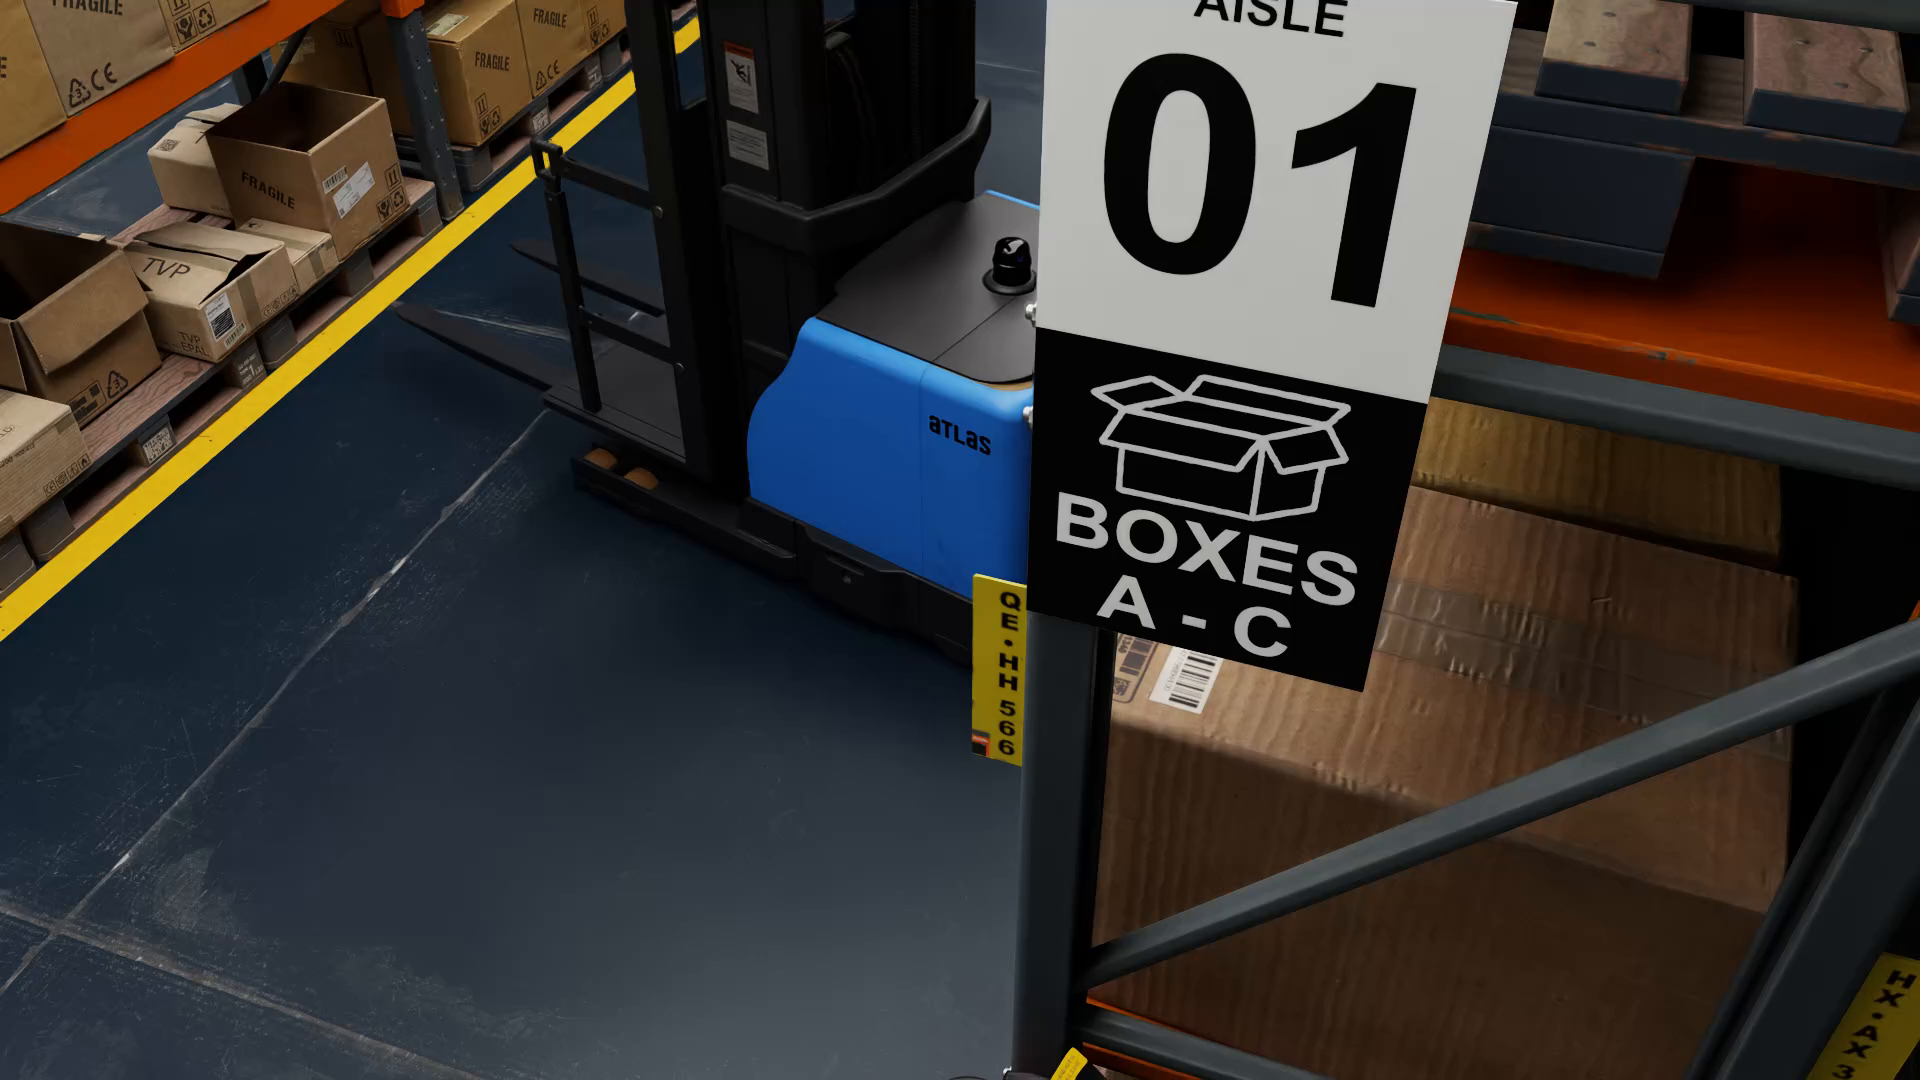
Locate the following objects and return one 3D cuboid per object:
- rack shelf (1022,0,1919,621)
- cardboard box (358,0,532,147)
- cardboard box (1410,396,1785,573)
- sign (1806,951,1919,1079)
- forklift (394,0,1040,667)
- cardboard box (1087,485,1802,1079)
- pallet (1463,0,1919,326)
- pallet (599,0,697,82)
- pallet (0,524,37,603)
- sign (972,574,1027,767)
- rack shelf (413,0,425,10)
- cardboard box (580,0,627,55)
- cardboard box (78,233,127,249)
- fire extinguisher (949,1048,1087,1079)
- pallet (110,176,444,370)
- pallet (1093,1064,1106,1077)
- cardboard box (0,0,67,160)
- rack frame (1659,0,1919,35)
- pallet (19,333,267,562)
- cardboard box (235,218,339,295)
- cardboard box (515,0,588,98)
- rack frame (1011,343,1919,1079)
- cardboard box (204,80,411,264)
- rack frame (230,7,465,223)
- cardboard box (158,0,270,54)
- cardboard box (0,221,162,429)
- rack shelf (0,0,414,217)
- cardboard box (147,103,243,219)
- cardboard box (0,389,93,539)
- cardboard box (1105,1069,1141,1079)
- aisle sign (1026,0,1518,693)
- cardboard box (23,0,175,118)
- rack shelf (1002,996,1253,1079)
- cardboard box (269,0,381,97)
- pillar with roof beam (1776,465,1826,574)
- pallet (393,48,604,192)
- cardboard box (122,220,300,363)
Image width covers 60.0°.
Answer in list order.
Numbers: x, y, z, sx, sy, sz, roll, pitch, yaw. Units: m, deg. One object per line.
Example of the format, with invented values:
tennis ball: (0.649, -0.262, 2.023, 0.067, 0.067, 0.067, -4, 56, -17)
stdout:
rack shelf: (1.253, -1.251, 3.148, 1.077, 0.370, 4.000, 13, 42, 15)
cardboard box: (-2.325, -2.157, 7.555, 0.500, 0.500, 0.500, 11, 42, 13)
cardboard box: (0.972, -0.037, 3.251, 0.980, 0.700, 0.700, 13, 42, 15)
sign: (1.089, 0.604, 2.003, 0.100, 0.325, 0.005, 13, 42, 15)
forklift: (-0.764, -1.458, 5.201, 3.031, 2.935, 1.130, 24, 46, 26)
cardboard box: (0.734, 0.409, 2.728, 0.980, 0.700, 0.700, 15, 43, 17)
pallet: (0.813, -0.725, 2.046, 1.003, 0.211, 1.213, 13, 42, 15)
pallet: (-2.061, -2.890, 8.975, 1.003, 0.211, 1.213, 13, 42, 15)
pallet: (-3.790, 0.268, 5.274, 1.003, 0.211, 1.213, 13, 42, 15)
sign: (0.064, 0.177, 2.157, 0.100, 0.325, 0.005, 13, 42, 15)
rack shelf: (-2.036, -3.646, 8.267, 1.077, 0.370, 4.000, 13, 42, 15)
cardboard box: (-1.975, -2.788, 8.294, 0.500, 0.500, 0.500, 14, 42, 16)
cardboard box: (-3.353, -1.052, 6.516, 0.380, 0.166, 0.250, 13, 42, 15)
fire extinguisher: (0.084, 0.998, 2.617, 0.296, 0.674, 0.183, 13, 42, 15)
pallet: (-2.955, -1.221, 7.018, 1.003, 0.211, 1.213, 13, 42, 15)
pallet: (0.769, 1.393, 3.955, 1.003, 0.211, 1.213, 13, 42, 15)
cardboard box: (-3.169, -1.436, 5.046, 0.500, 0.500, 0.500, 14, 42, 16)
rack frame: (0.569, -1.446, 0.511, 1.000, 3.000, 0.127, 13, 42, 15)
pallet: (-3.371, -0.474, 6.143, 1.003, 0.211, 1.213, 13, 42, 15)
cardboard box: (-2.720, -1.130, 6.621, 0.380, 0.149, 0.250, 13, 42, 15)
cardboard box: (-2.153, -2.485, 7.939, 0.500, 0.500, 0.500, 14, 42, 16)
rack frame: (0.569, 0.837, 2.458, 1.000, 3.000, 0.127, 13, 42, 15)
cardboard box: (-2.648, -1.506, 6.791, 0.500, 0.500, 0.500, 13, 42, 15)
rack frame: (-2.719, -2.700, 6.604, 1.000, 3.000, 0.127, 13, 42, 15)
cardboard box: (-2.824, -2.062, 5.778, 0.500, 0.500, 0.500, 14, 43, 16)
cardboard box: (-3.357, -0.771, 5.927, 0.797, 0.503, 0.637, 13, 42, 15)
rack shelf: (-3.403, -1.207, 5.407, 1.077, 0.370, 4.000, 13, 42, 15)
cardboard box: (-3.066, -1.637, 7.090, 0.500, 0.311, 0.500, 13, 42, 15)
cardboard box: (-3.293, -0.260, 5.524, 0.500, 0.250, 0.500, 13, 42, 15)
cardboard box: (0.714, 1.179, 3.660, 0.700, 0.500, 0.500, 13, 42, 15)
aisle sign: (0.263, -0.175, 1.641, 0.394, 0.787, 0.004, 13, 42, 15)
cardboard box: (-2.998, -1.748, 5.410, 0.500, 0.500, 0.500, 14, 42, 16)
rack shelf: (1.253, -0.109, 4.121, 1.077, 0.370, 4.000, 13, 42, 15)
cardboard box: (-2.820, -2.281, 7.700, 0.500, 0.500, 0.500, 13, 42, 15)
pillar with roof beam: (-1.535, -4.222, 3.765, 9.100, 9.000, 0.400, 13, 42, 15)
pallet: (-2.477, -2.144, 8.100, 1.003, 0.211, 1.213, 13, 42, 15)
cardboard box: (-2.904, -0.977, 6.316, 0.500, 0.311, 0.500, 13, 42, 15)
